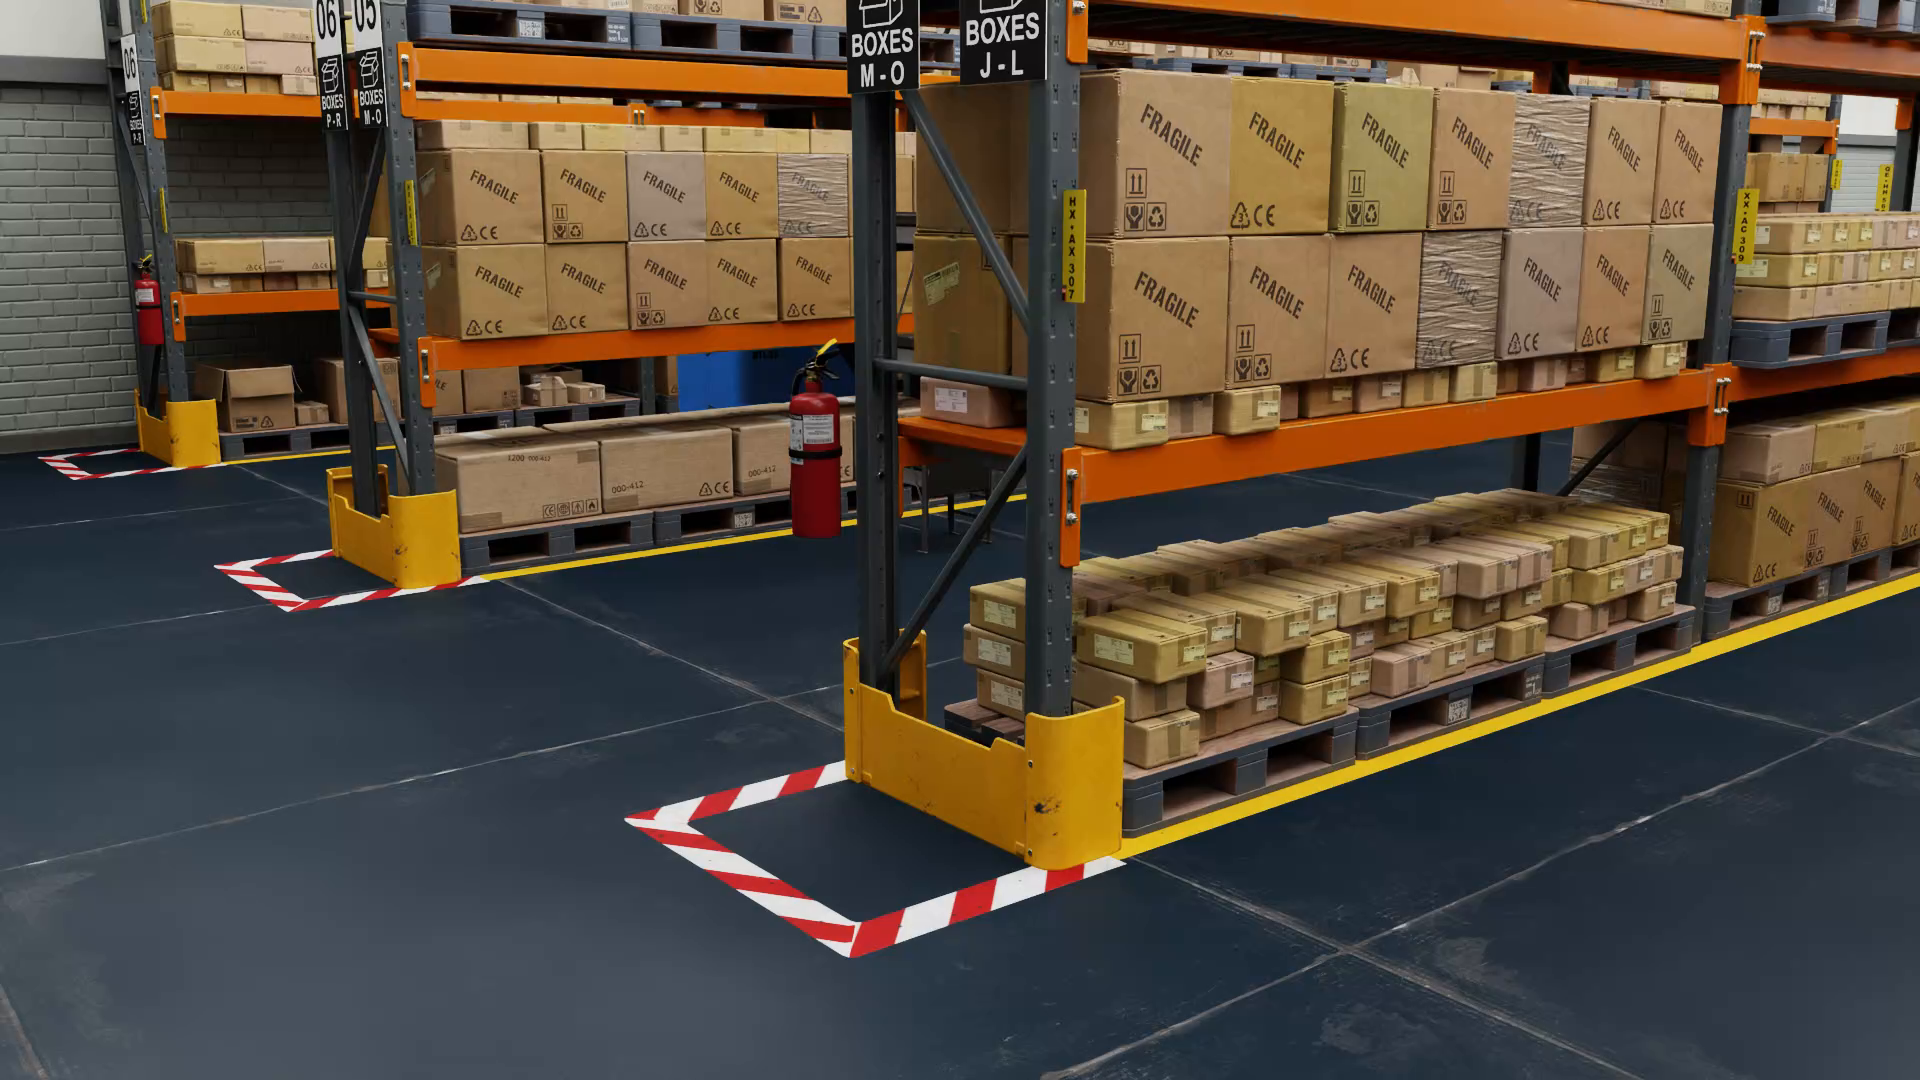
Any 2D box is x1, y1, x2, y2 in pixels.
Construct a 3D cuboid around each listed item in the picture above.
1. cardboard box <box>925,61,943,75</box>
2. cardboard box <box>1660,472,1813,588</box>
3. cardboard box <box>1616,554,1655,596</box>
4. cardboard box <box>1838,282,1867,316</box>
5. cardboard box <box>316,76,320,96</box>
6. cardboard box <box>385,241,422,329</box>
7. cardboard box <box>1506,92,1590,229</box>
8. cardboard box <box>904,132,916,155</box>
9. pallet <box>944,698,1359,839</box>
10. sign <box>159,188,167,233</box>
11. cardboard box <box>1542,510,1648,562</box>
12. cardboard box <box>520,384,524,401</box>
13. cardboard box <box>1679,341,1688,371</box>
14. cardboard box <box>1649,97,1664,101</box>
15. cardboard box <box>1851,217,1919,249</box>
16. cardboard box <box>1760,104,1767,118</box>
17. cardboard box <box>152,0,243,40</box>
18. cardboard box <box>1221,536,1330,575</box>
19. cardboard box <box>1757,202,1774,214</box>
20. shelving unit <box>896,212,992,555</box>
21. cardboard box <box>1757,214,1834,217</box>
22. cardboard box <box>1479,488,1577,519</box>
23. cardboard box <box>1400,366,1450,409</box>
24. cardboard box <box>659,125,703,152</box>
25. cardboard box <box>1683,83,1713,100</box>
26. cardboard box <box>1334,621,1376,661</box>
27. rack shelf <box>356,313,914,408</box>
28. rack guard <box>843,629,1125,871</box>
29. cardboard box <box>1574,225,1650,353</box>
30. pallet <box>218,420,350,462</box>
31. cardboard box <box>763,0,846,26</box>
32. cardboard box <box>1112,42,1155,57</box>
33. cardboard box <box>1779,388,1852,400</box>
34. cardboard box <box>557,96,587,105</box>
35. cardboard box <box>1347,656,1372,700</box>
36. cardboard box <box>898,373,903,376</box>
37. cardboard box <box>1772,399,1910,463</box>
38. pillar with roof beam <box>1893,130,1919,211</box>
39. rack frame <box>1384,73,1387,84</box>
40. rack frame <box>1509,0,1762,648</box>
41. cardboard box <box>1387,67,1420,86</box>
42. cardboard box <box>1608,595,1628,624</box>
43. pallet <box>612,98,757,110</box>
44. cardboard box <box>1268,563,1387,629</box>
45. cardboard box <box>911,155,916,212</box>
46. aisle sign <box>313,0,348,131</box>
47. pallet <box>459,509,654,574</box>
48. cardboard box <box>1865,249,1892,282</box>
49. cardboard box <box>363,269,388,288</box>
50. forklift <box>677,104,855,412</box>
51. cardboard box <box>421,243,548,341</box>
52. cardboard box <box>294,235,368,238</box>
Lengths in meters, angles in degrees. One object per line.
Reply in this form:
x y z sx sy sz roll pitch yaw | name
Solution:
-0.390 -4.785 16.907 0.250 0.149 0.380 -10 16 -40 | cardboard box
3.860 -0.083 8.303 0.500 0.500 0.500 -9 15 -35 | cardboard box
2.866 0.126 7.450 0.250 0.149 0.380 -10 16 -40 | cardboard box
4.122 -1.175 8.034 0.250 0.149 0.380 -9 15 -37 | cardboard box
-5.029 -3.590 13.197 0.250 0.149 0.380 -9 15 -38 | cardboard box
-2.966 -1.472 9.600 0.500 0.500 0.500 -9 15 -37 | cardboard box
2.110 -1.494 6.577 0.500 0.500 0.500 -9 15 -36 | cardboard box
-0.370 -2.584 10.866 0.250 0.149 0.380 -9 15 -36 | cardboard box
0.709 0.726 6.200 1.213 0.211 1.003 -9 15 -38 | pallet
-5.942 -2.458 12.398 0.005 0.325 0.100 -9 15 -38 | sign
2.827 -0.021 7.426 0.250 0.149 0.380 -9 15 -37 | cardboard box
-4.160 -1.349 15.111 0.250 0.149 0.380 -10 15 -38 | cardboard box
3.040 -0.849 7.511 0.250 0.149 0.380 -10 15 -38 | cardboard box
6.593 -4.220 16.164 0.250 0.149 0.380 -10 15 -39 | cardboard box
4.524 -1.532 8.286 0.250 0.149 0.380 -10 15 -38 | cardboard box
8.195 -4.485 17.412 0.250 0.149 0.380 -10 16 -39 | cardboard box
-5.778 -3.923 12.603 0.500 0.250 0.500 -10 15 -38 | cardboard box
1.295 0.099 6.860 0.250 0.149 0.380 -10 16 -40 | cardboard box
8.278 -3.345 17.702 0.500 0.500 0.500 -10 15 -38 | cardboard box
-0.129 -1.006 9.810 0.503 2.100 0.431 -9 15 -38 | shelving unit
4.536 -1.709 9.115 0.250 0.149 0.380 -10 15 -38 | cardboard box
2.719 -0.138 7.977 0.250 0.149 0.380 -9 15 -35 | cardboard box
1.638 -0.605 6.360 0.250 0.149 0.380 -9 15 -36 | cardboard box
-1.705 -2.340 9.719 0.250 0.149 0.380 -9 15 -37 | cardboard box
7.104 -4.495 16.501 0.500 0.250 0.500 -10 15 -38 | cardboard box
1.364 0.351 6.390 0.250 0.149 0.380 -10 16 -40 | cardboard box
-1.616 -1.225 10.410 4.000 0.370 1.077 -9 15 -38 | rack shelf
0.053 0.685 5.700 0.348 0.500 1.175 -9 15 -38 | rack guard
2.510 -1.066 6.969 0.500 0.500 0.500 -10 16 -39 | cardboard box
-5.600 -0.872 13.726 1.213 0.211 1.003 -9 15 -38 | pallet
-1.087 -3.429 10.333 0.637 0.503 0.797 -8 14 -33 | cardboard box
1.152 -3.503 11.733 0.250 0.166 0.380 -11 16 -41 | cardboard box
4.760 -0.737 9.582 0.500 0.250 0.500 -9 15 -37 | cardboard box
-3.447 -3.860 14.469 0.250 0.149 0.380 -9 15 -38 | cardboard box
1.353 0.500 6.403 0.250 0.149 0.380 -9 15 -38 | cardboard box
-0.628 -1.990 17.287 0.500 0.500 0.500 -10 15 -39 | cardboard box
4.674 -0.585 8.862 0.500 0.250 0.500 -9 15 -36 | cardboard box
21.850 -8.826 30.031 0.400 9.000 9.100 -9 15 -38 | pillar with roof beam
3.069 -2.356 14.002 0.127 3.000 1.000 -9 15 -38 | rack frame
3.117 -1.047 7.838 0.127 3.000 1.000 -9 15 -38 | rack frame
3.621 -3.804 13.923 0.258 0.266 0.396 -9 15 -38 | cardboard box
2.768 0.268 7.496 0.250 0.149 0.380 -9 15 -36 | cardboard box
-2.605 -4.090 15.400 1.003 0.211 1.213 -9 15 -38 | pallet
1.396 0.210 6.339 0.250 0.149 0.380 -9 15 -35 | cardboard box
-0.250 -2.269 10.944 0.500 0.500 0.500 -10 15 -38 | cardboard box
-3.428 -2.630 9.036 0.004 0.787 0.394 -9 15 -38 | aisle sign
-2.602 -0.070 9.951 1.213 0.211 1.003 -9 15 -38 | pallet
4.317 -1.353 8.157 0.250 0.149 0.380 -10 16 -40 | cardboard box
-4.816 -2.157 13.669 0.250 0.149 0.380 -10 16 -39 | cardboard box
-0.694 -2.122 13.068 3.031 2.935 1.130 -9 15 -36 | forklift
-2.624 -1.382 9.177 0.500 0.500 0.500 -10 15 -38 | cardboard box
-5.295 -2.427 13.984 0.500 0.250 0.500 -9 15 -36 | cardboard box
